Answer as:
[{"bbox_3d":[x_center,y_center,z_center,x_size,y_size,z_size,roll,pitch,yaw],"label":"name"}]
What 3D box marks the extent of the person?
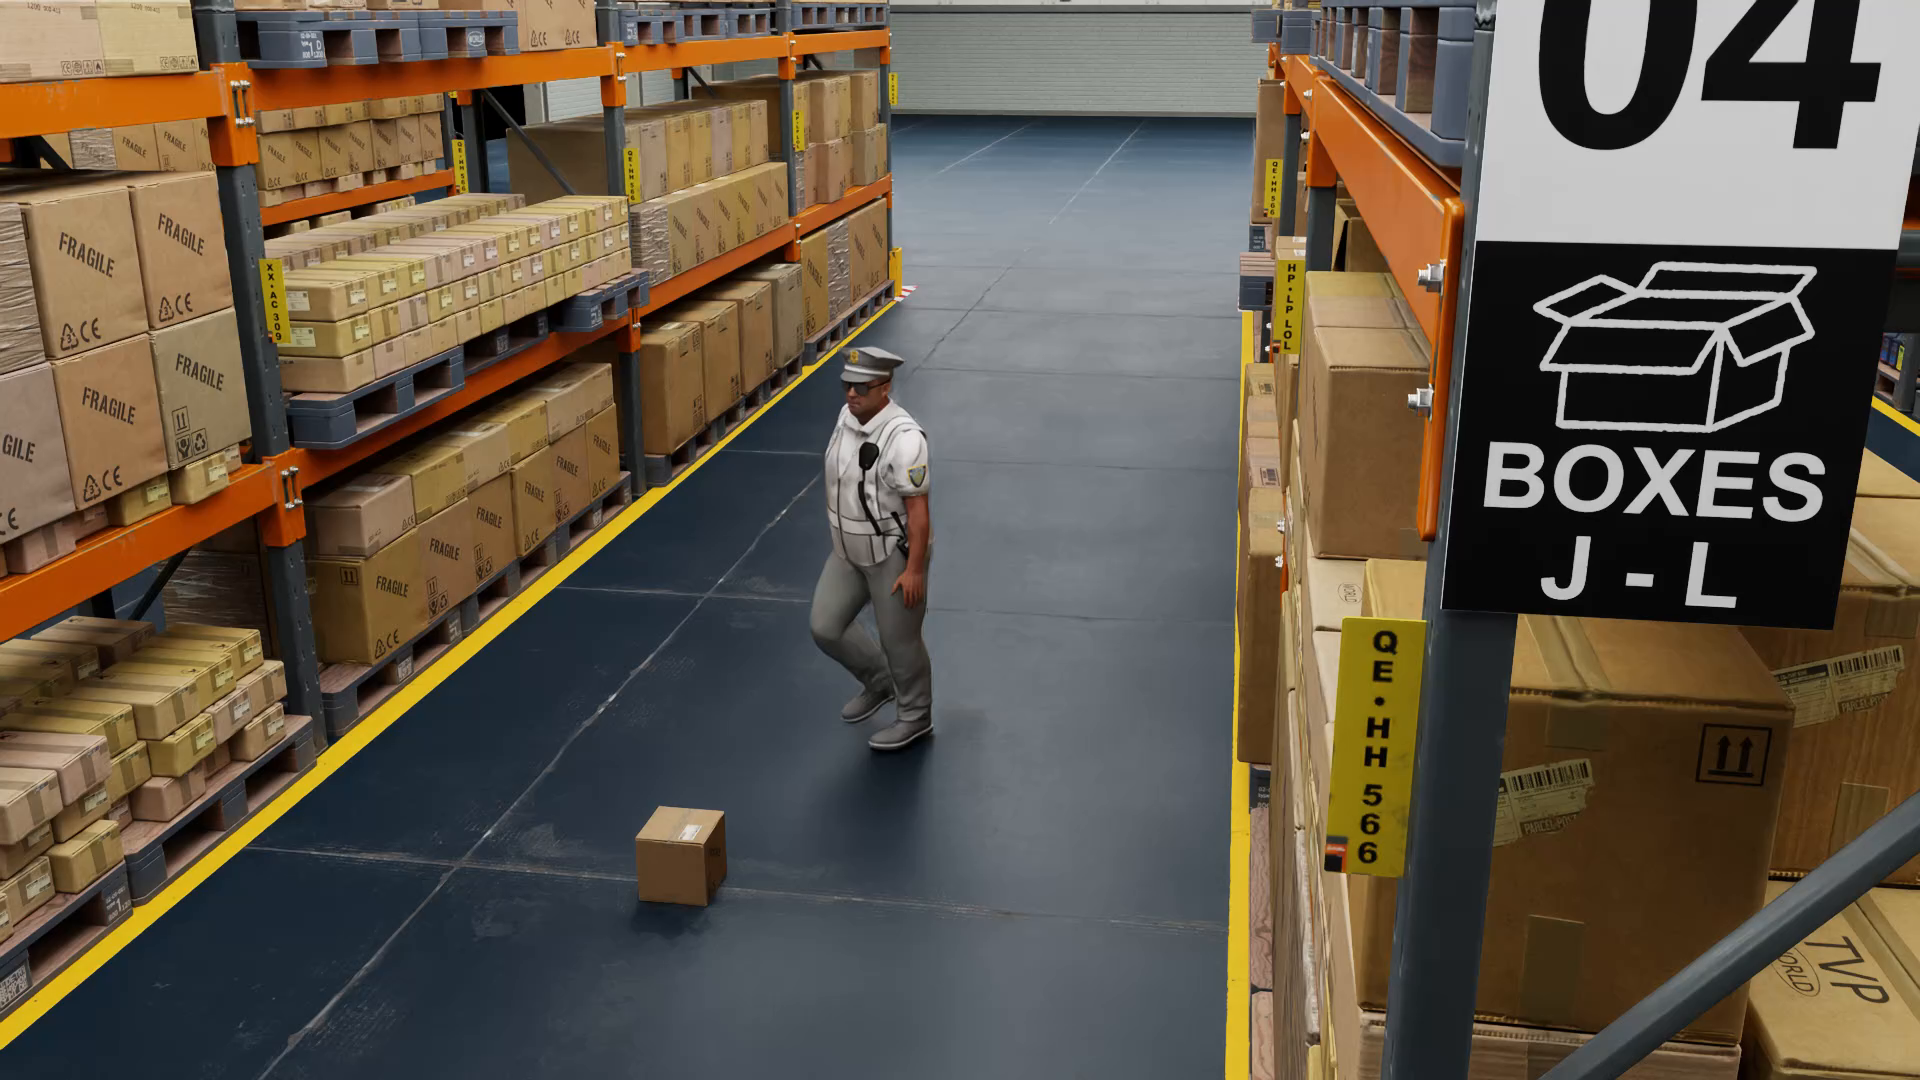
[{"bbox_3d":[-0.324,0.040,6.853,0.474,1.748,0.573,-15,23,-40],"label":"person"}]
